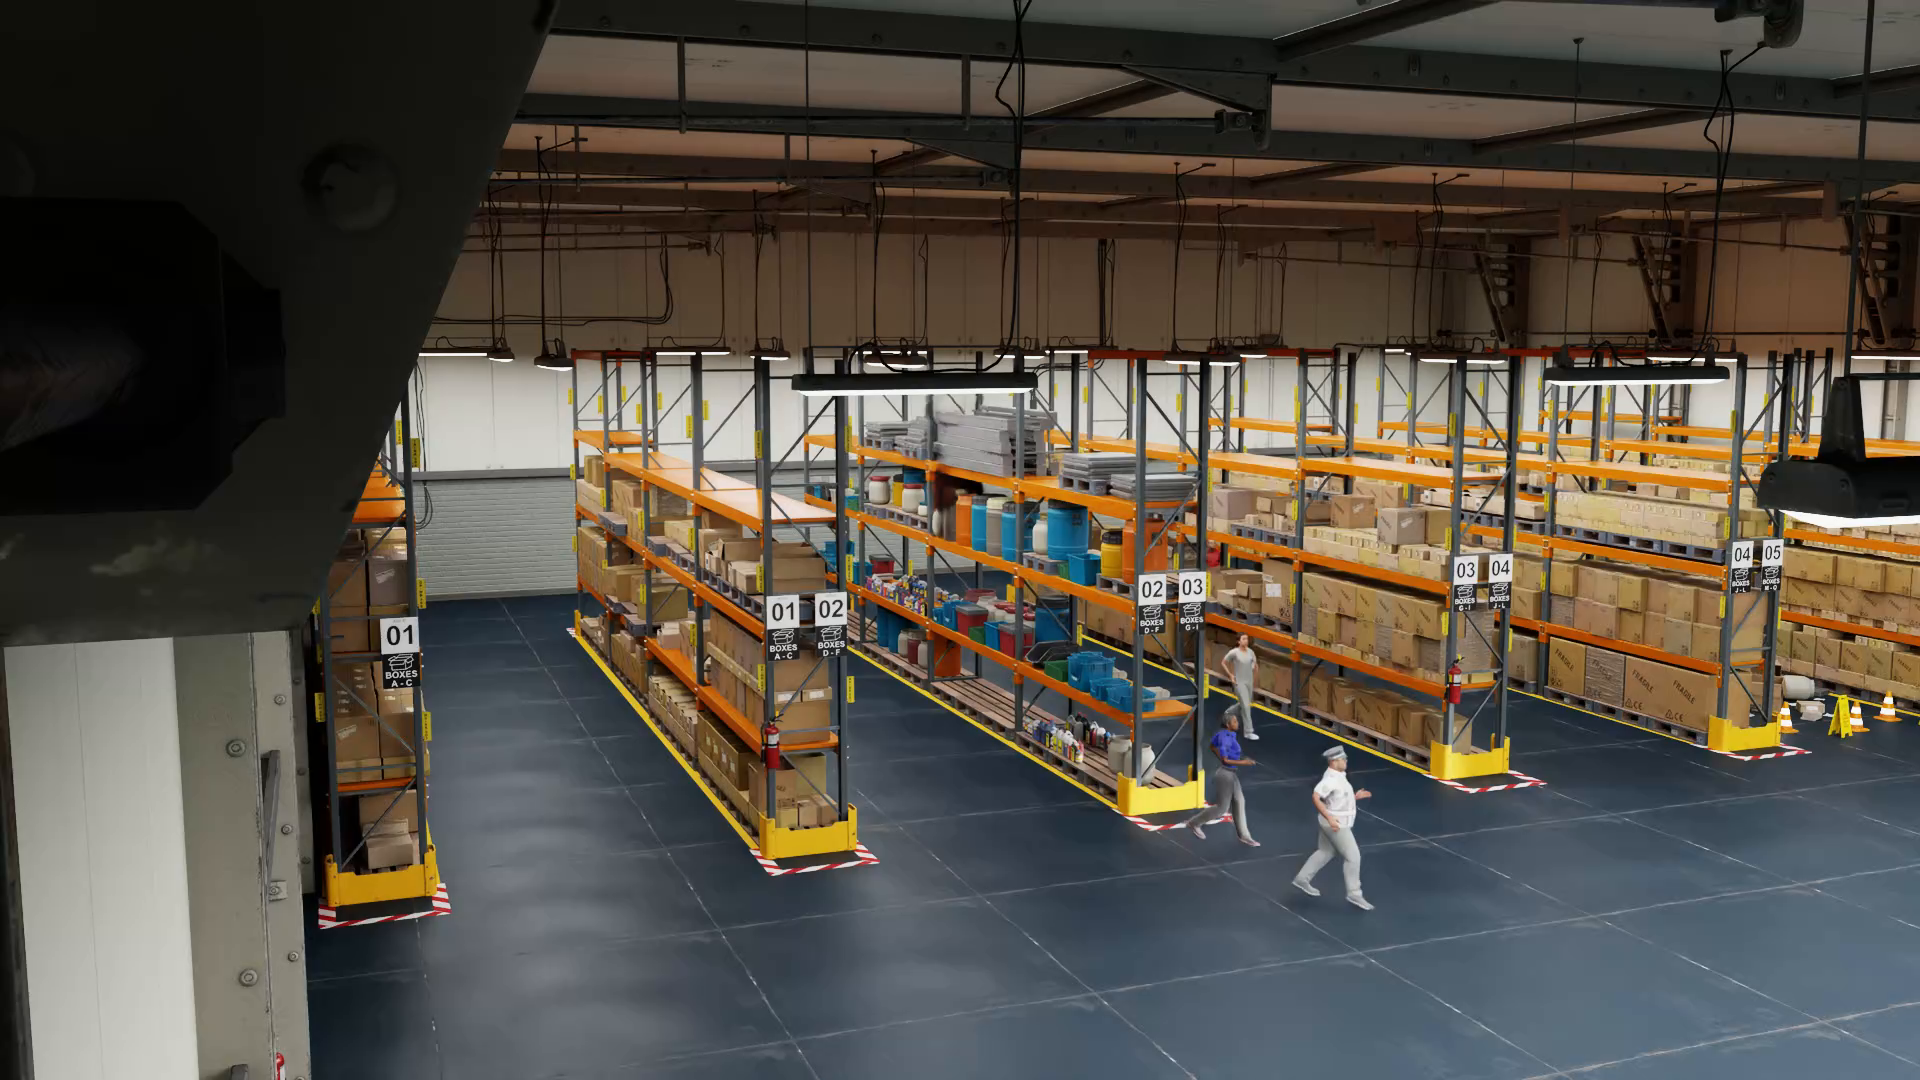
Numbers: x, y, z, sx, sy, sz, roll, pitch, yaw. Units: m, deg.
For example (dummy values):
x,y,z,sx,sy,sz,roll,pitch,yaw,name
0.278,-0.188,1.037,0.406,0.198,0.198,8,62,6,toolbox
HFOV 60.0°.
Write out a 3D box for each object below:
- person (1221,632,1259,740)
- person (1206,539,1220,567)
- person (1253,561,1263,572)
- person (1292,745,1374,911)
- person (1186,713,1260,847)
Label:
x,y,z,sx,sy,sz,roll,pitch,yaw,name
4.424,2.255,26.135,0.574,1.645,0.929,-4,8,-28,person
5.627,0.851,37.299,0.648,1.796,0.774,-2,7,-18,person
7.504,0.352,41.182,0.799,1.736,0.753,7,10,43,person
4.146,3.166,18.406,0.882,1.821,0.648,1,7,7,person
3.274,2.970,20.587,0.910,1.666,0.589,1,7,11,person
